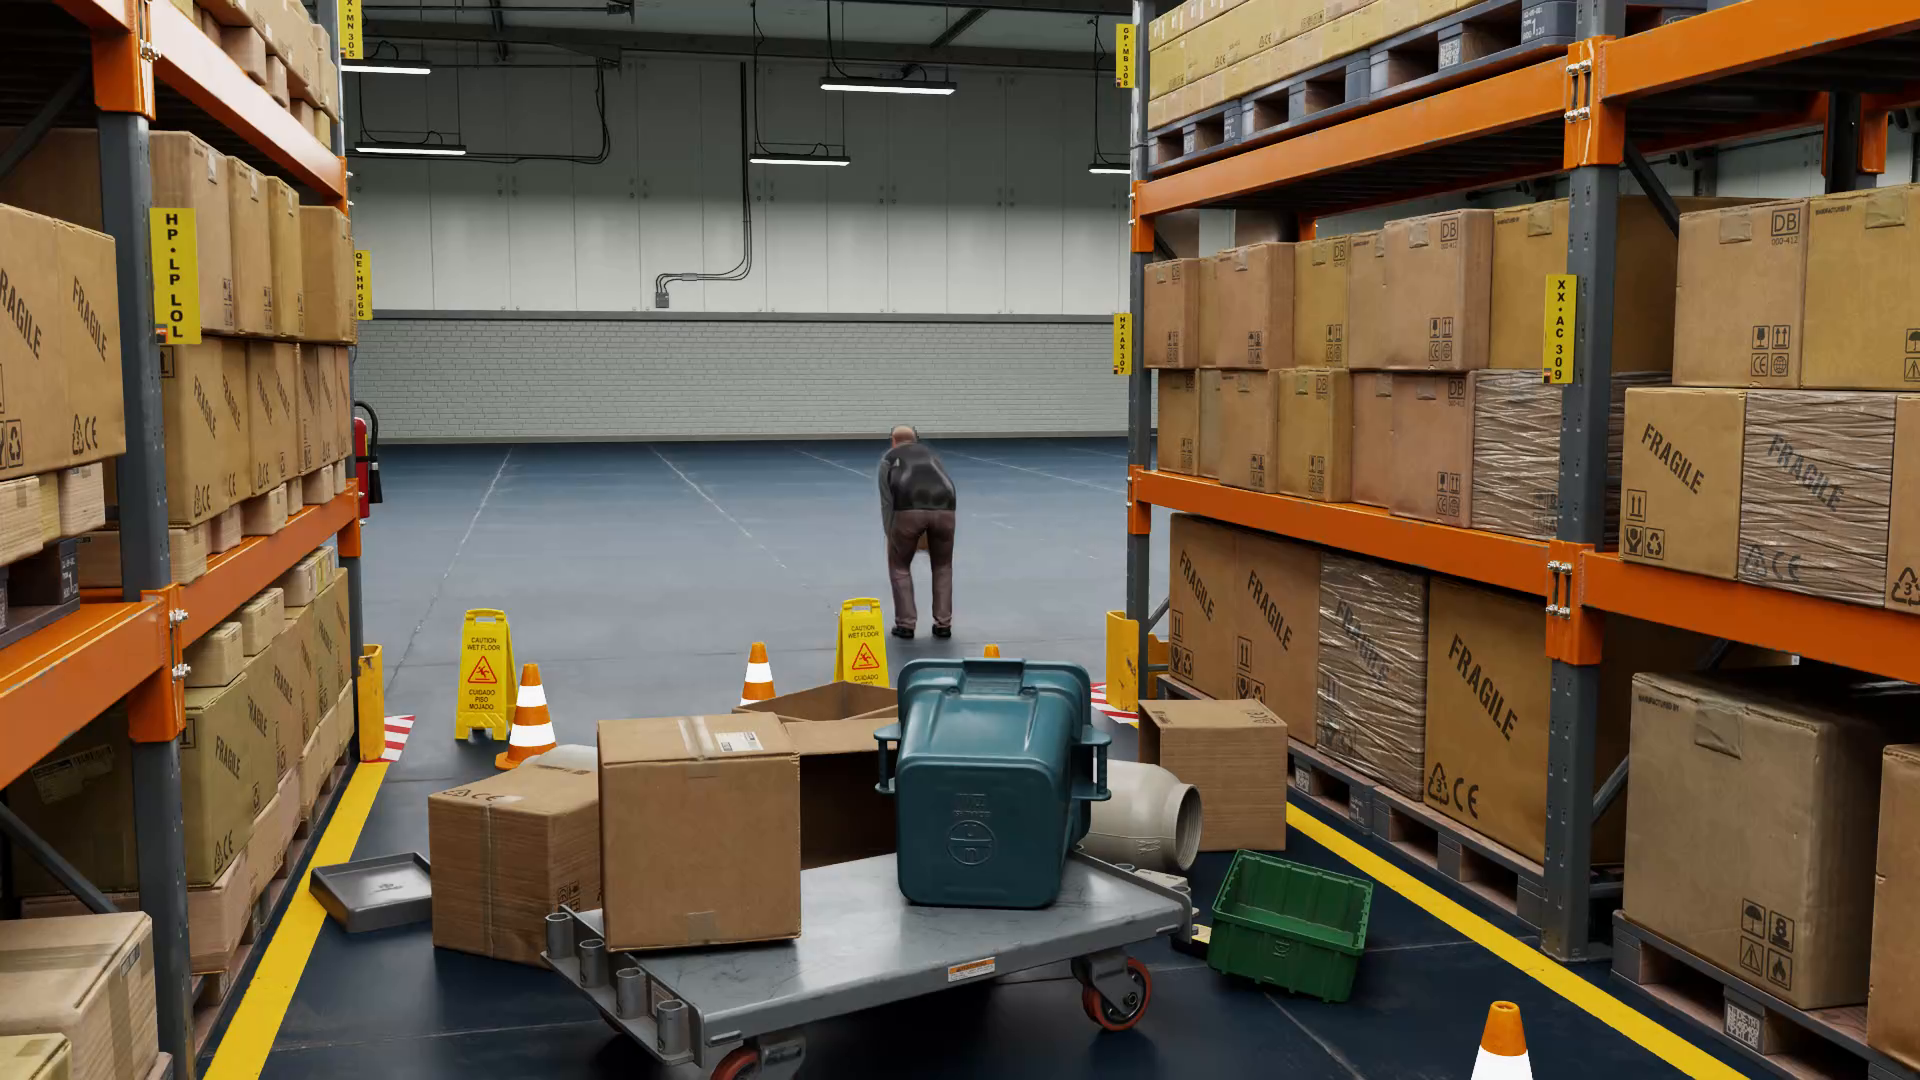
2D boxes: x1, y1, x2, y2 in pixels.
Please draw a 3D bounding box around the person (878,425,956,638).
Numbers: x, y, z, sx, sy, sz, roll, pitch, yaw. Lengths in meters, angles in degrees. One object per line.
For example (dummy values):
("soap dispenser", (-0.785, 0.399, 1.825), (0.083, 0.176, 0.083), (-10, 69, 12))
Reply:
("person", (-0.315, -0.071, 11.607), (0.472, 1.434, 0.832), (-2, 6, -15))
